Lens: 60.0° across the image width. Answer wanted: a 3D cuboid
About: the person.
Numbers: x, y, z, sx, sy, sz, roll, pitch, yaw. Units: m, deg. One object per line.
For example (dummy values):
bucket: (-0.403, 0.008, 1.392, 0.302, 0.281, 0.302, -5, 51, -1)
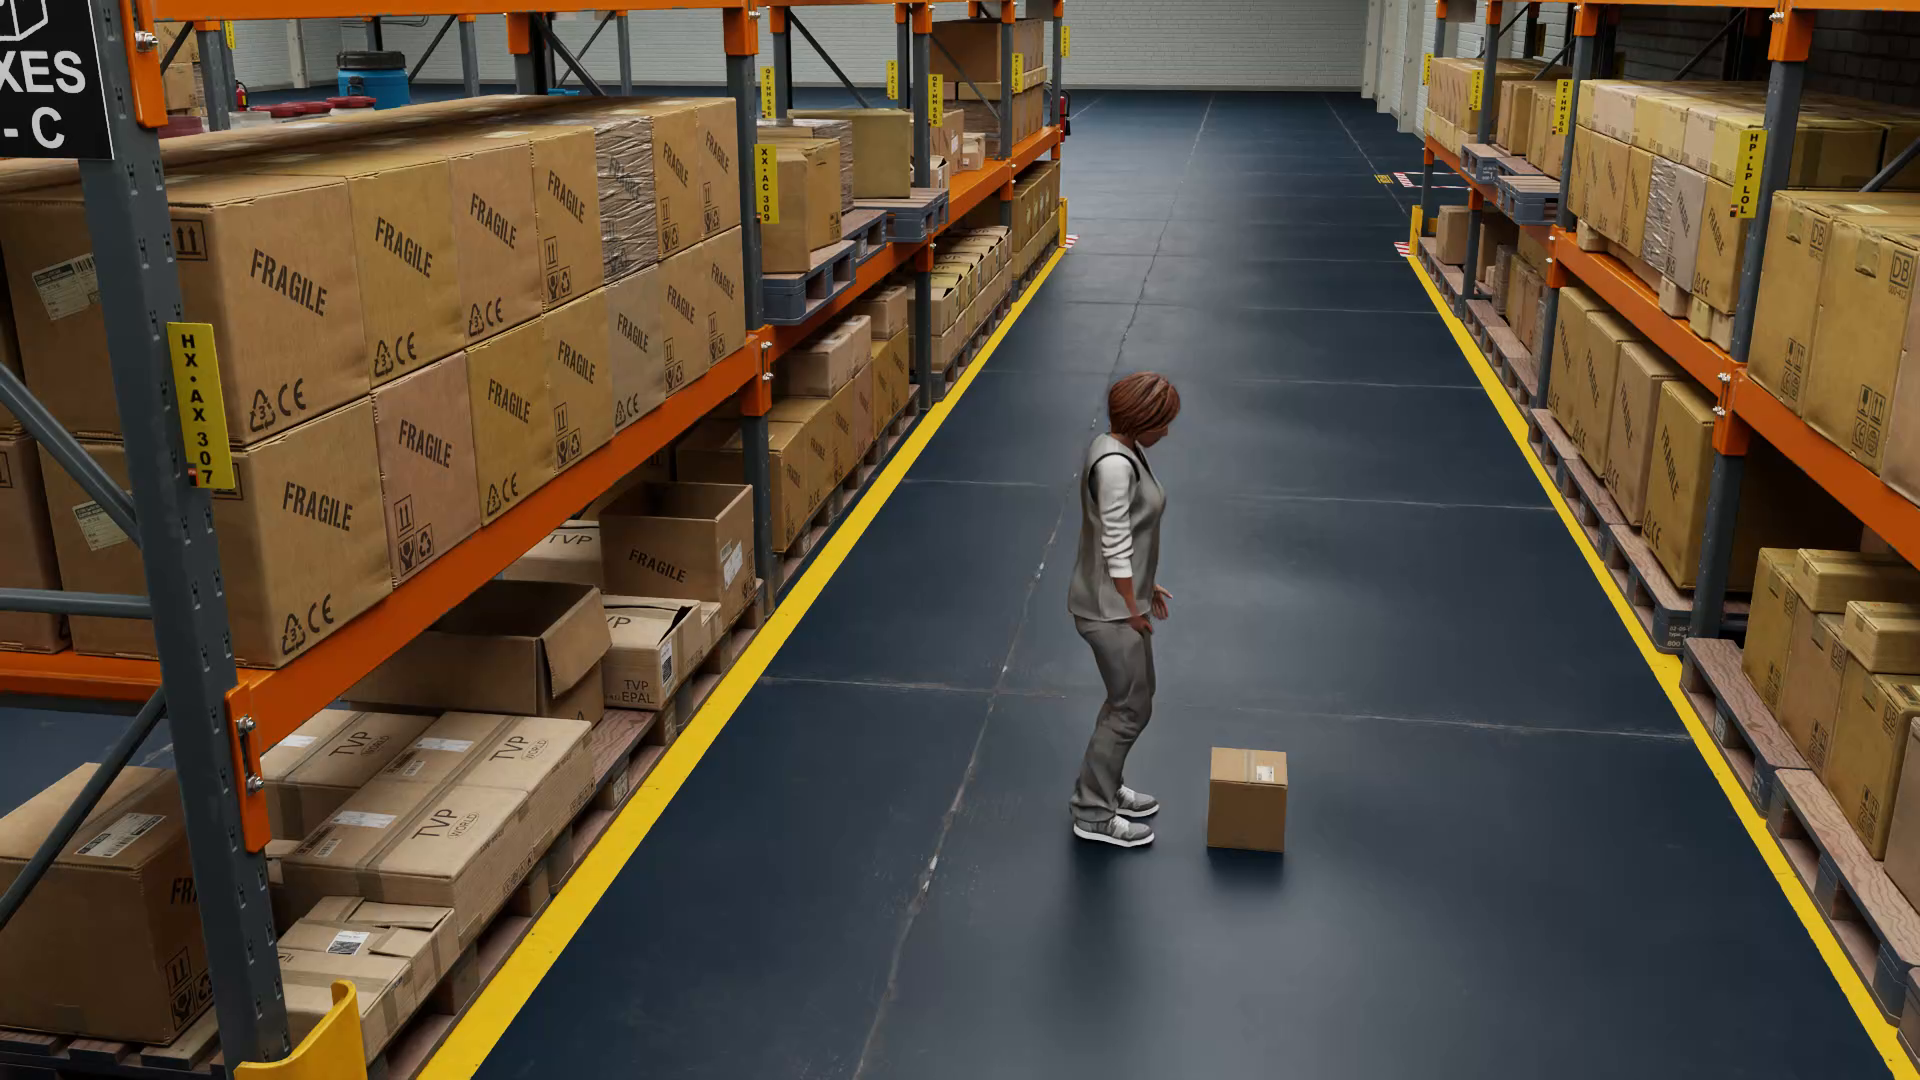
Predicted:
person: (0.523, 0.224, 5.460, 0.340, 1.562, 0.417, 3, 18, 10)
